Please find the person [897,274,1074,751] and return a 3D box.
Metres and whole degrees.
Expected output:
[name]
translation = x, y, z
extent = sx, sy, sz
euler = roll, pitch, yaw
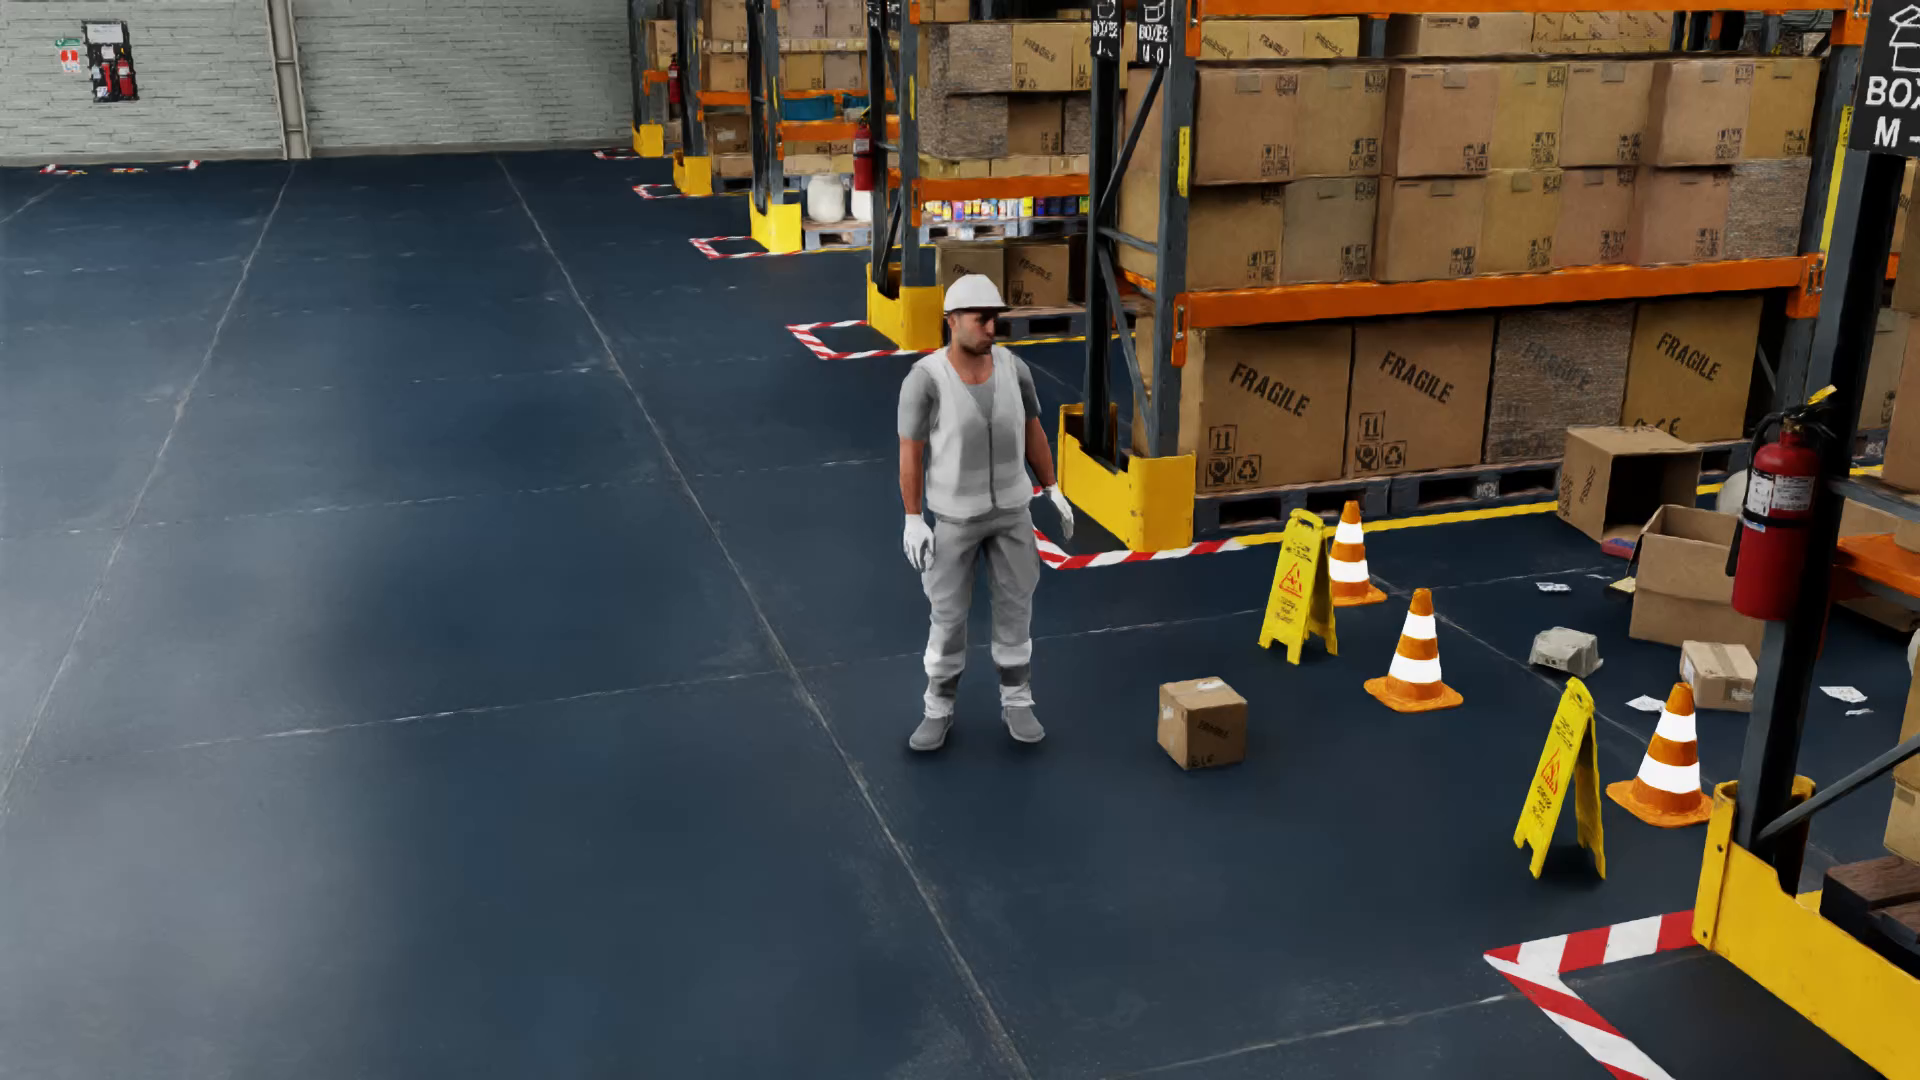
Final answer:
[person]
translation = 0.101, -0.091, 6.187
extent = 0.662, 1.796, 0.396
euler = -8, 20, -21
